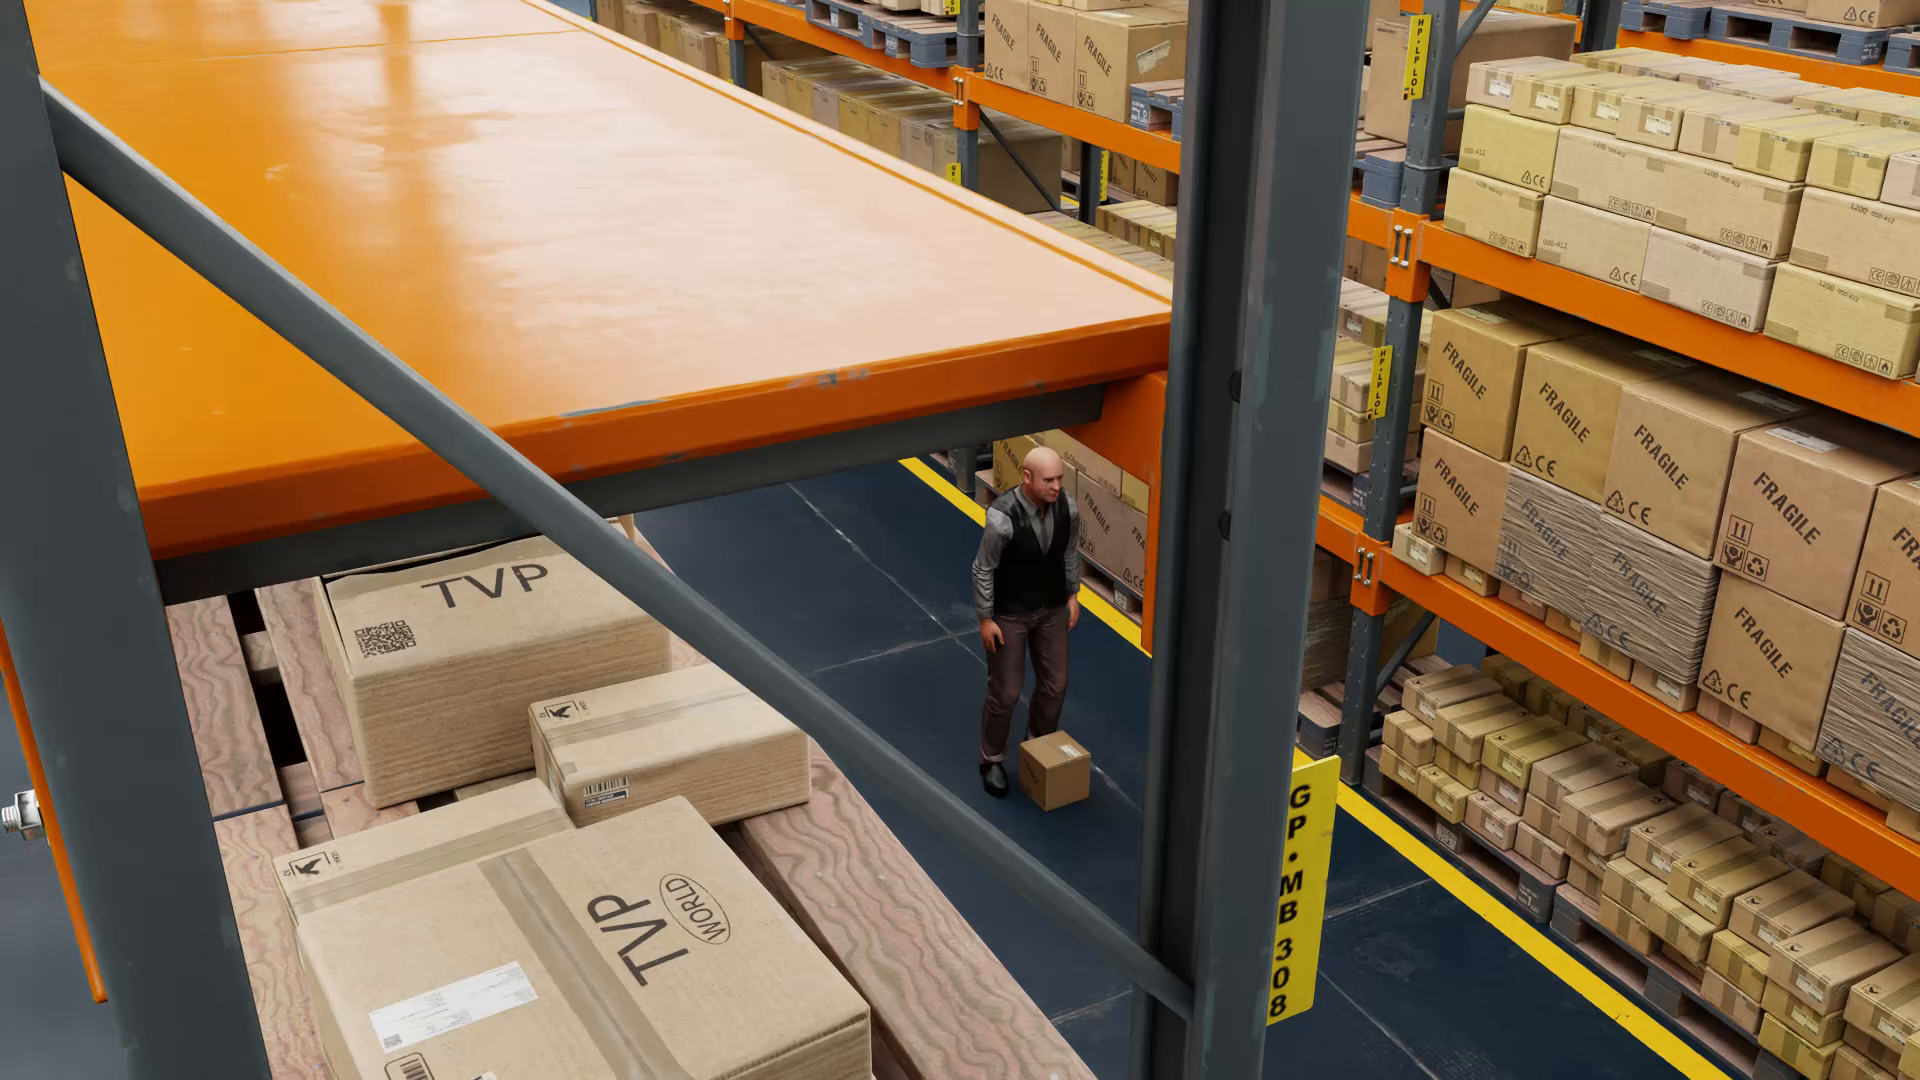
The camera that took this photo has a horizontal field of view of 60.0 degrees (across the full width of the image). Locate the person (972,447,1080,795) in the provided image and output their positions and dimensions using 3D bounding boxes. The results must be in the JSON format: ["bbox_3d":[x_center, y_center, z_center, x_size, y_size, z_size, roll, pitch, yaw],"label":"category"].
[{"bbox_3d":[0.331,0.350,7.901,0.583,1.719,0.475,-15,29,-28],"label":"person"}]
